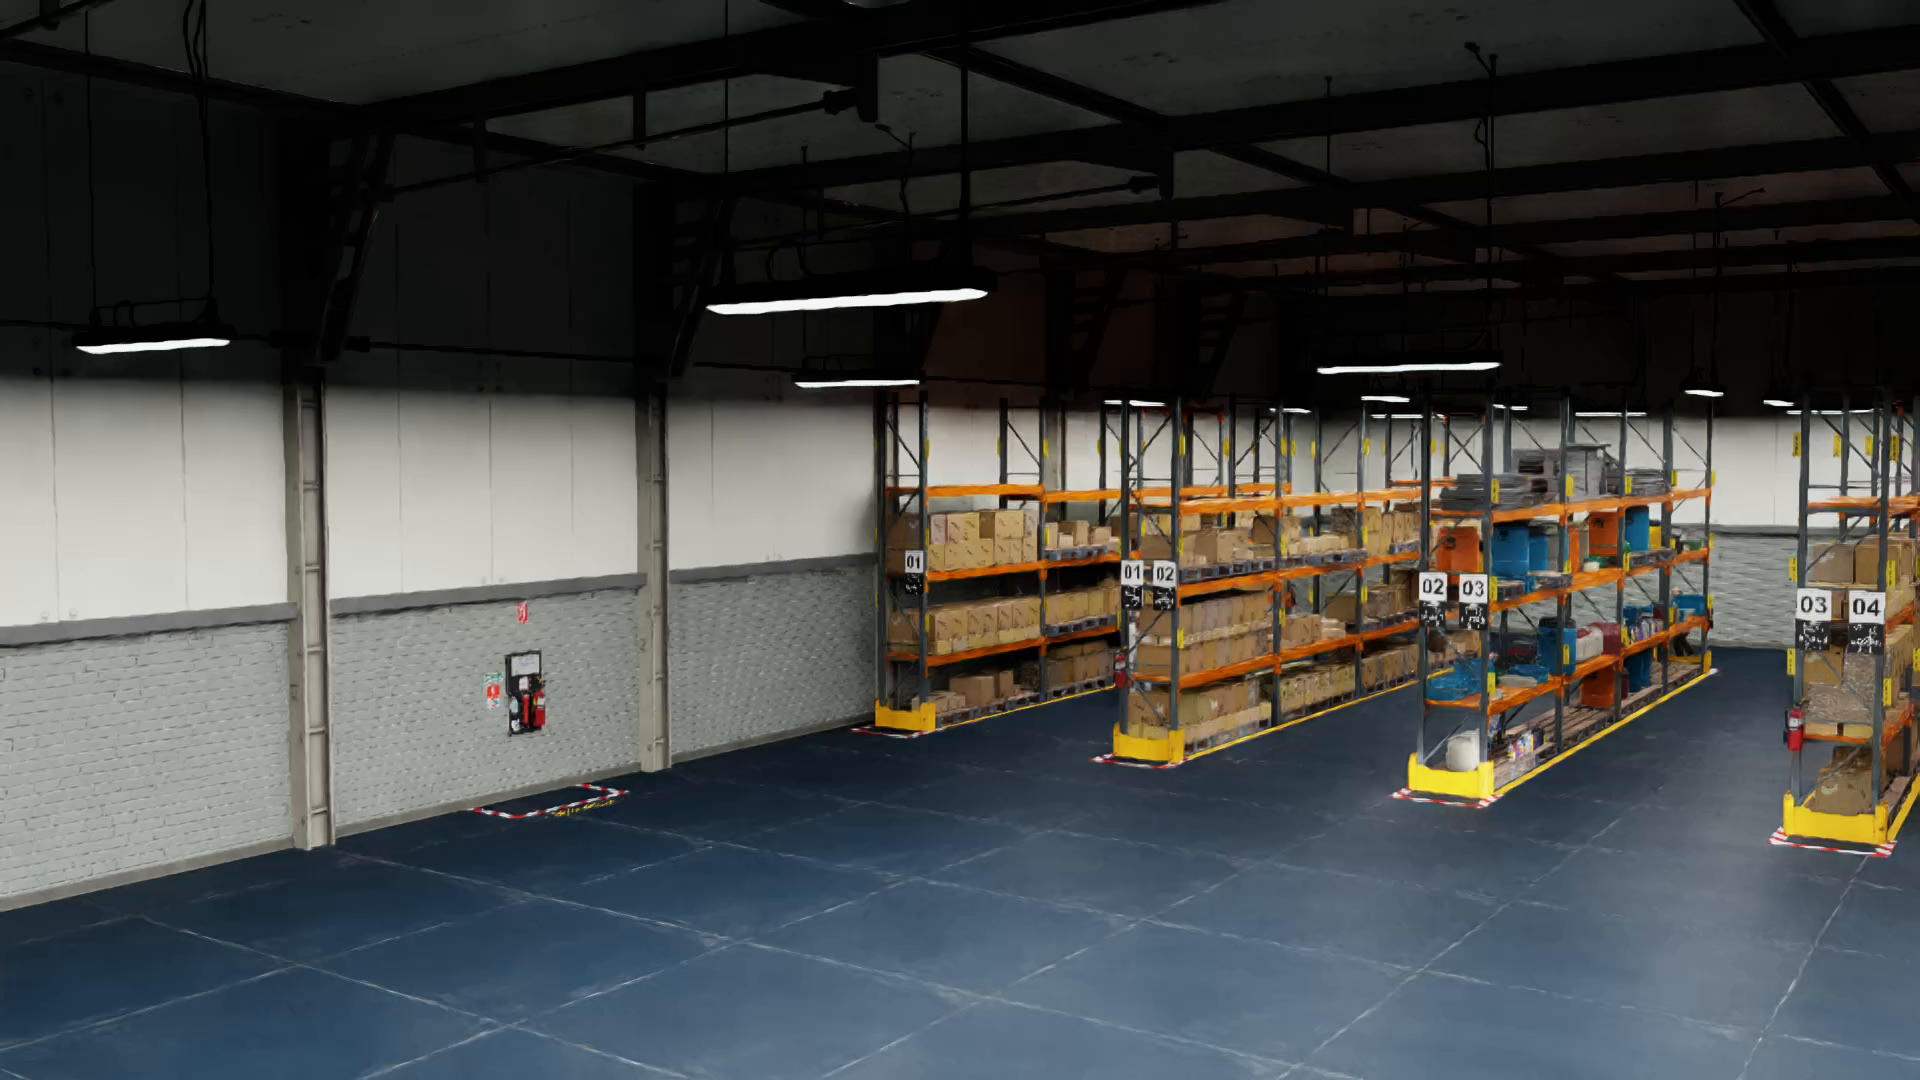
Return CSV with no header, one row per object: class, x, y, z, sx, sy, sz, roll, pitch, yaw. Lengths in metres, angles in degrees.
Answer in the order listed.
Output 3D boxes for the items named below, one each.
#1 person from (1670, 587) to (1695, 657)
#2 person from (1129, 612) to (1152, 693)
person,16.859,1.969,38.786,0.575,1.771,0.626,-1,3,-20
person,3.609,2.281,33.381,0.724,1.713,0.901,1,3,18
